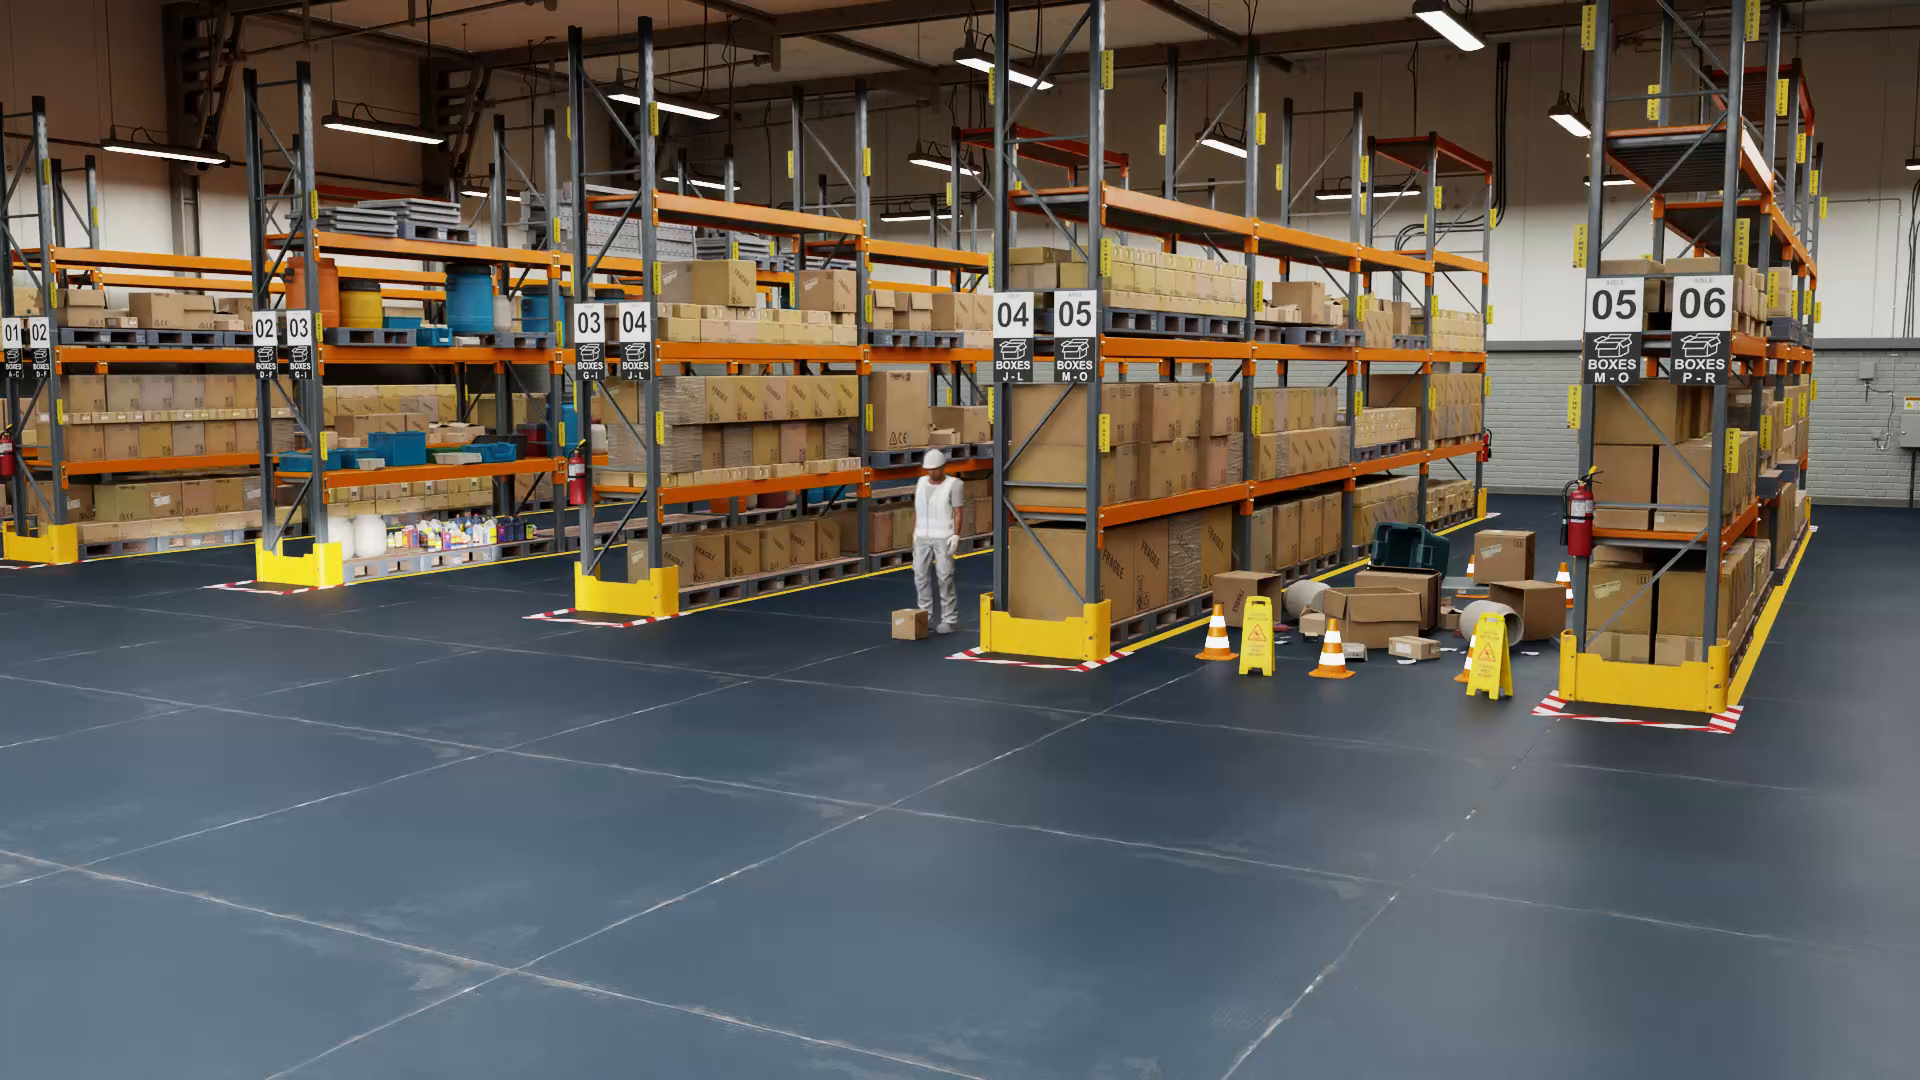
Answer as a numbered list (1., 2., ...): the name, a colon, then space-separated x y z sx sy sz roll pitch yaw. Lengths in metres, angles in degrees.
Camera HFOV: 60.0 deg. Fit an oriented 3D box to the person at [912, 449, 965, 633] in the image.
1. person: -0.224 0.001 16.062 0.554 1.769 0.379 3 7 30
